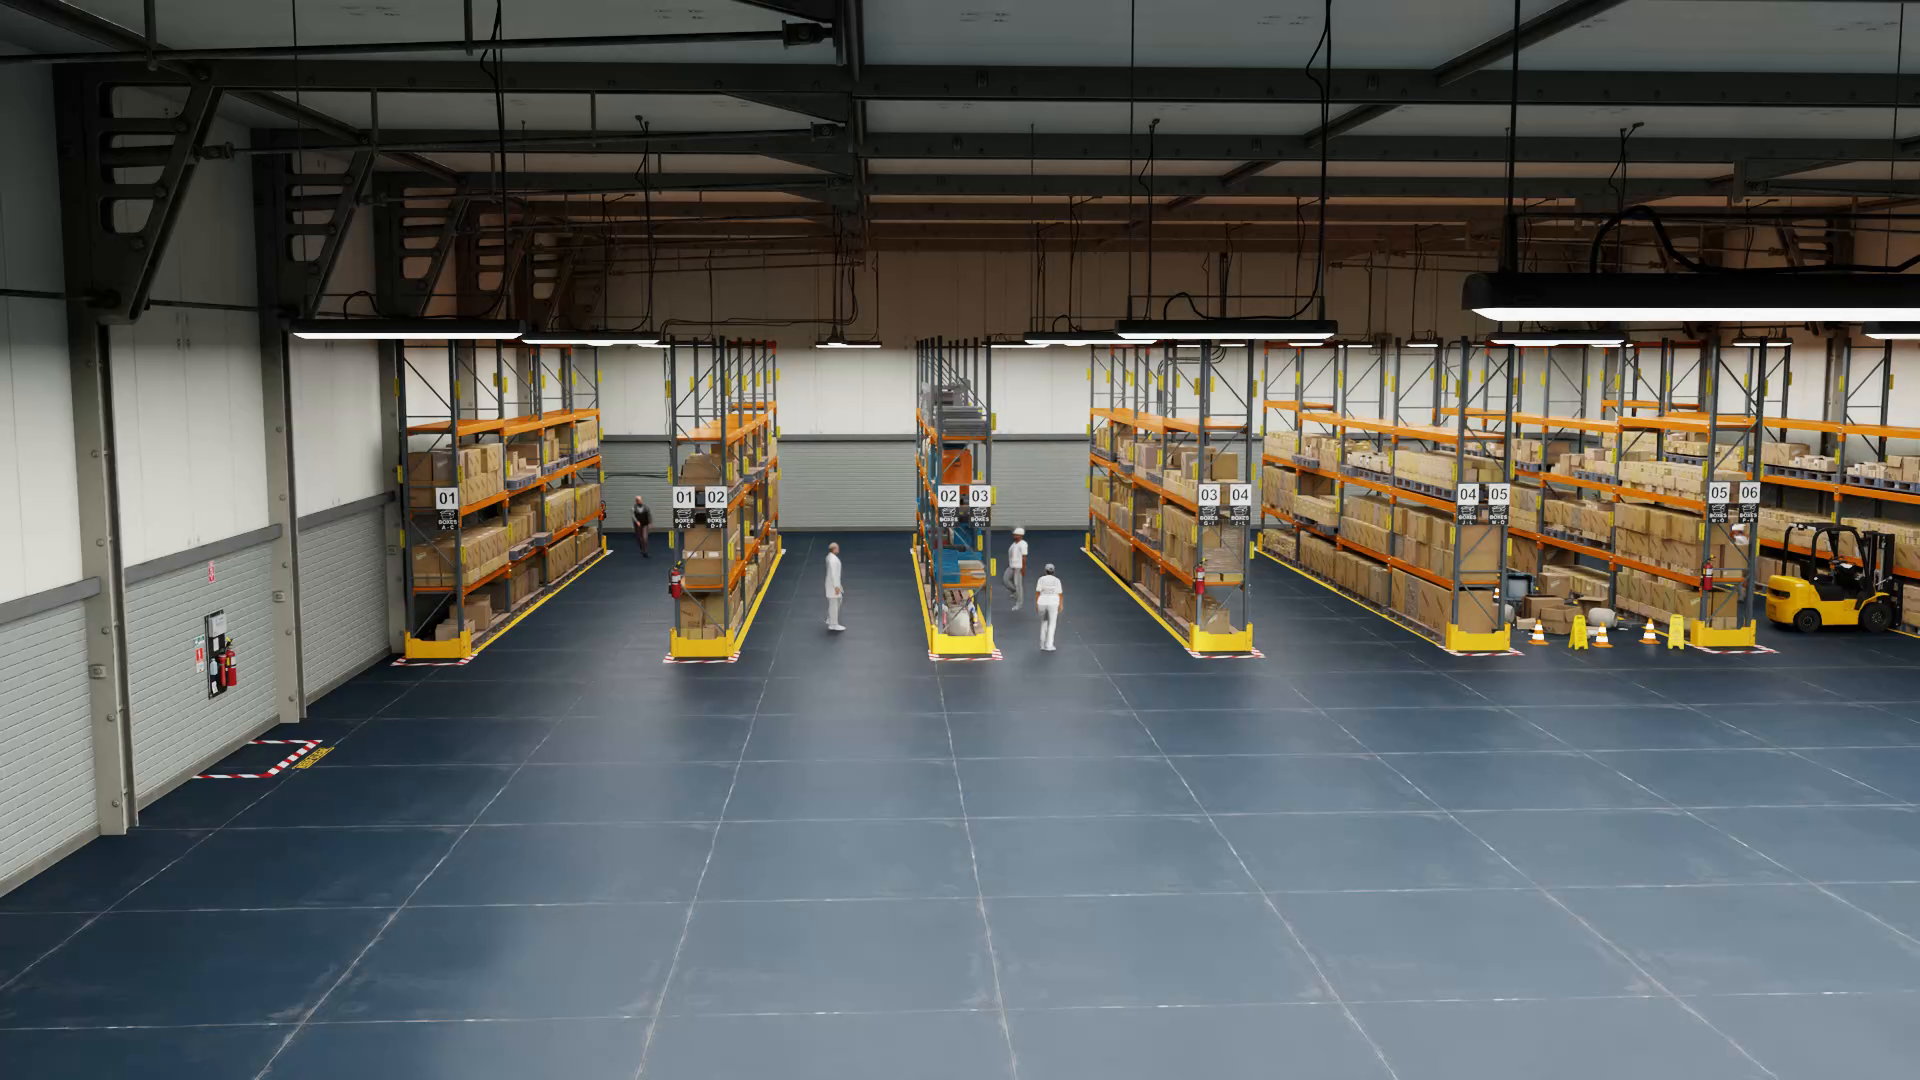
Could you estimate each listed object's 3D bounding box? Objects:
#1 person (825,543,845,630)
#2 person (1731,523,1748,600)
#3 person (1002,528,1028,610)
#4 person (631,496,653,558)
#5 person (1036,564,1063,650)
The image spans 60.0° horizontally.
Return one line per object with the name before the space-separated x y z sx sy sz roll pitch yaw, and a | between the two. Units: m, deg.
person | -2.578 0.986 34.316 0.407 1.864 0.686 0 6 -2
person | 17.834 0.508 38.170 0.597 1.800 0.689 -2 7 -14
person | 1.205 0.629 36.722 0.546 1.771 0.678 -3 7 -23
person | -8.863 -0.372 46.284 0.567 1.698 0.837 0 7 -4
person | 1.723 1.299 31.842 0.490 1.714 0.475 4 7 29
